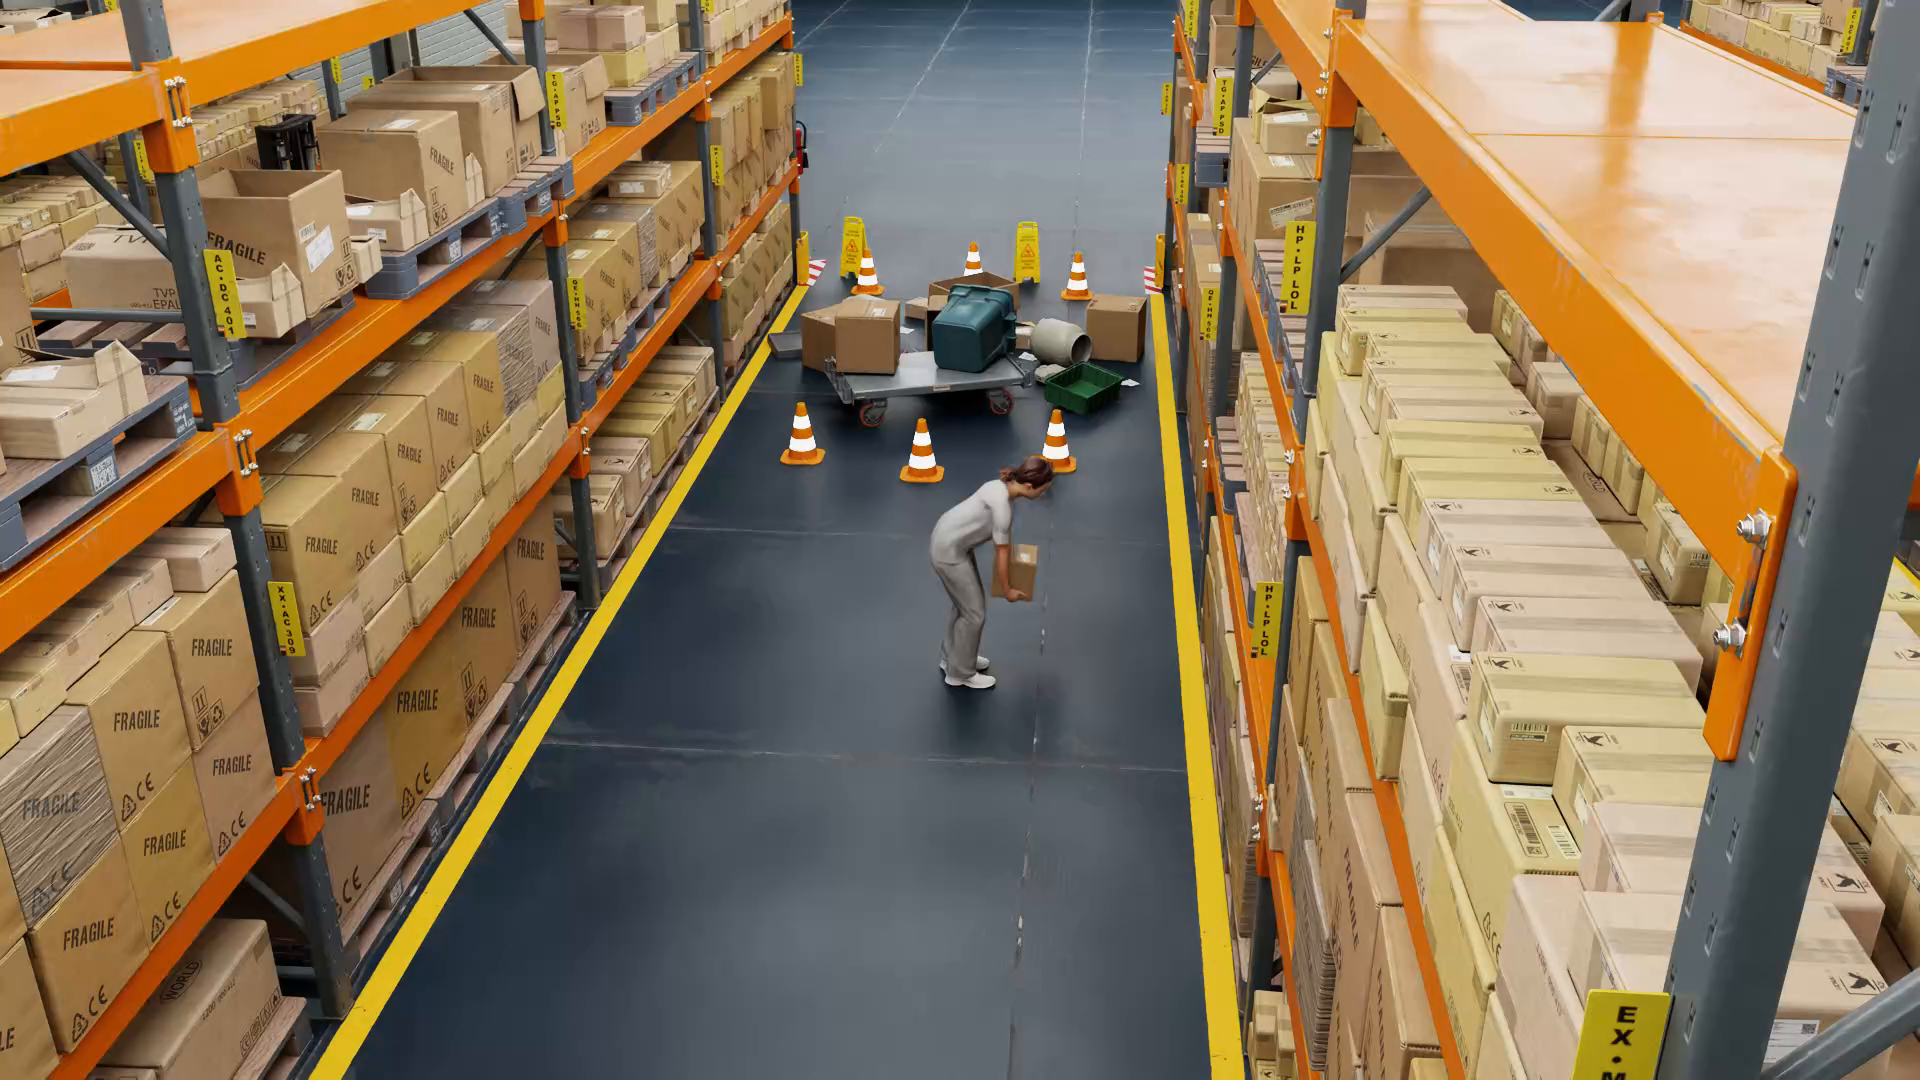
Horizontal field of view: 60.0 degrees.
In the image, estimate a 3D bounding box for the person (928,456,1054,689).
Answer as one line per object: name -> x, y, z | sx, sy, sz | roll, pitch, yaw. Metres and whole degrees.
person -> 0.180, 0.179, 9.884 | 0.728, 1.449, 0.400 | 1, 25, 3
